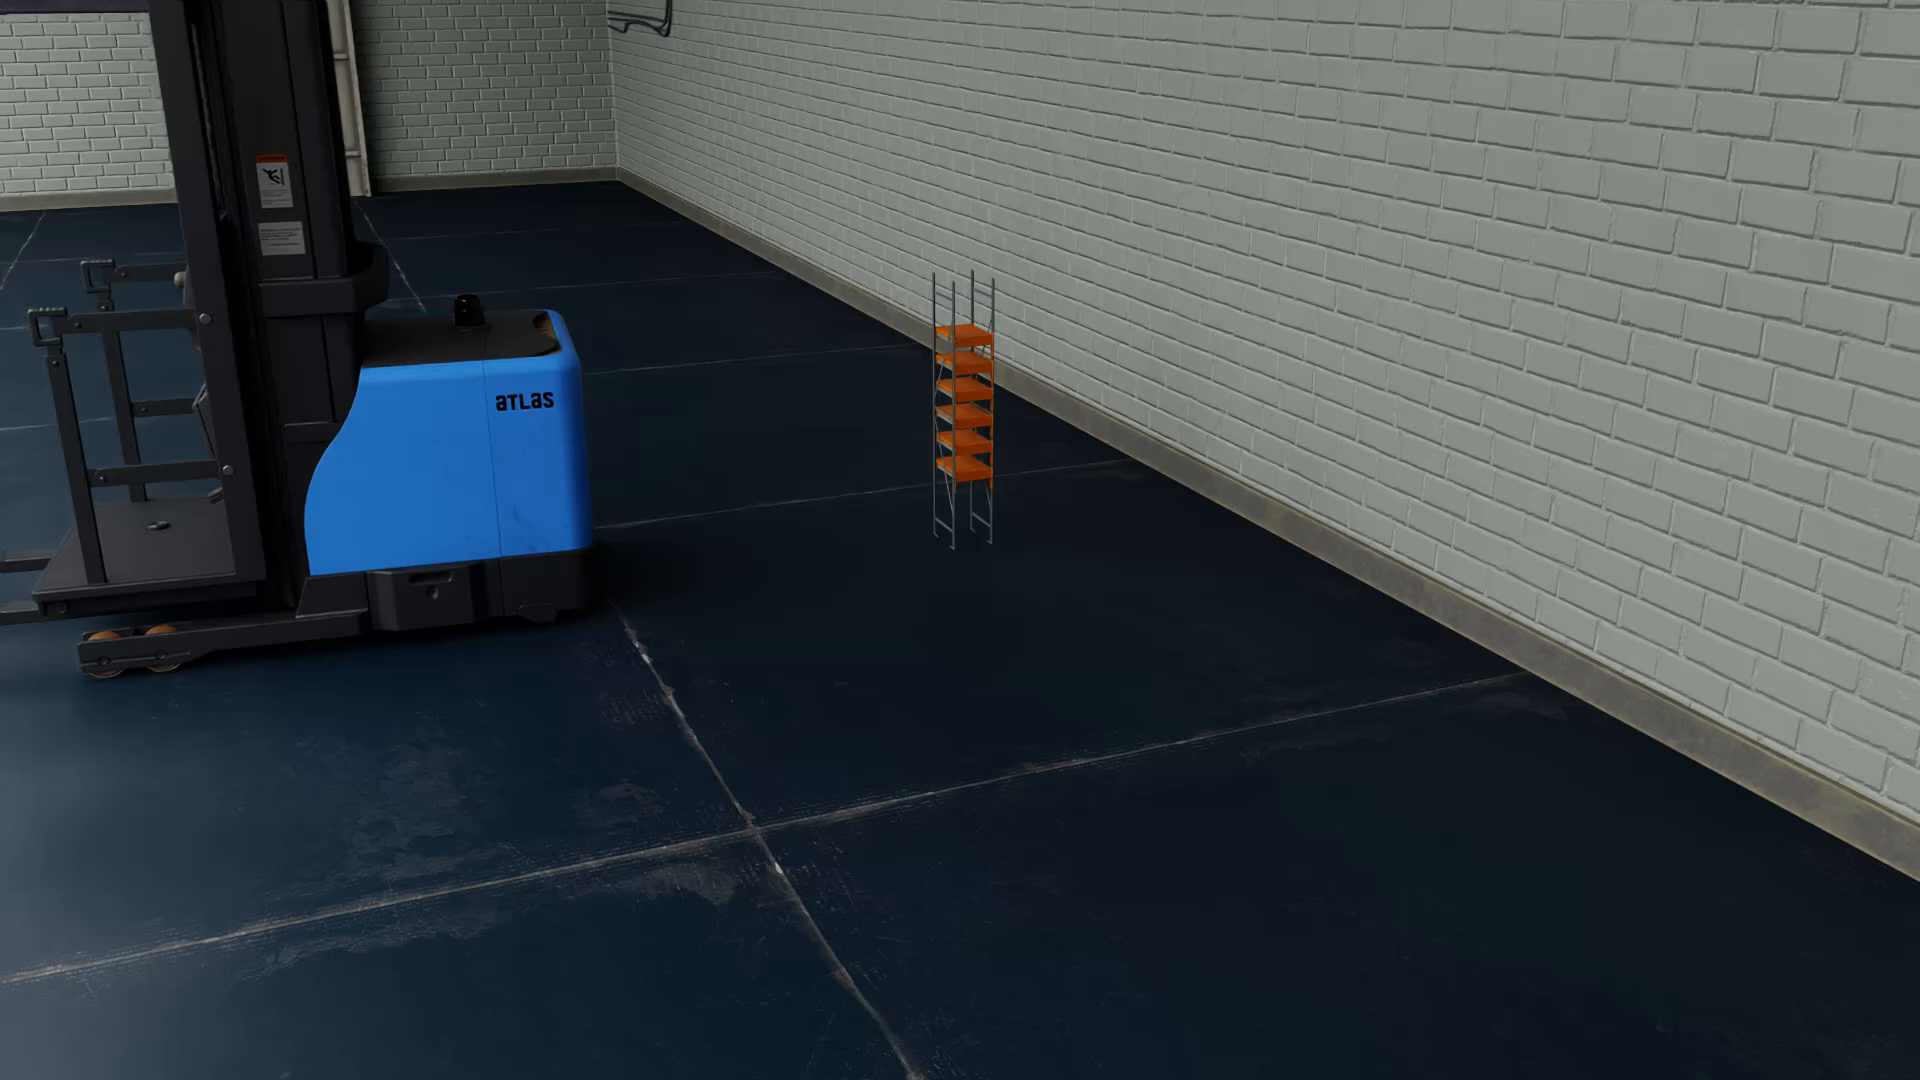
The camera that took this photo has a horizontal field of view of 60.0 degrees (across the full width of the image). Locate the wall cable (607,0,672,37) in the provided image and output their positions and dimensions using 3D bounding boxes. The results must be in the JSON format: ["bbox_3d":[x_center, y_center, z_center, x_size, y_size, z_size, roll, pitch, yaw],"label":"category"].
[{"bbox_3d":[-3.464,-6.559,17.275,0.112,2.526,3.097,-8,21,-22],"label":"wall cable"}]

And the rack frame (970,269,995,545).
[{"bbox_3d":[0.097,-0.580,7.362,0.006,1.200,0.240,-8,21,-22],"label":"rack frame"}]

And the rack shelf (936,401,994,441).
[{"bbox_3d":[0.013,-0.526,7.343,0.180,0.103,0.258,-8,21,-22],"label":"rack shelf"}]

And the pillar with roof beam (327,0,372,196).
[{"bbox_3d":[-4.987,-6.726,13.075,0.400,9.000,9.100,-8,21,-22],"label":"pillar with roof beam"}]

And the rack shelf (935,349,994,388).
[{"bbox_3d":[0.013,-0.752,7.263,0.180,0.103,0.258,-8,21,-22],"label":"rack shelf"}]

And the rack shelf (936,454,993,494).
[{"bbox_3d":[0.013,-0.300,7.423,0.180,0.103,0.258,-8,21,-22],"label":"rack shelf"}]

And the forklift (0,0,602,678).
[{"bbox_3d":[-3.006,-1.073,6.156,3.031,2.935,1.130,-6,20,-16],"label":"forklift"}]

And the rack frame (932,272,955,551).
[{"bbox_3d":[-0.071,-0.556,7.294,0.006,1.200,0.240,-8,21,-22],"label":"rack frame"}]

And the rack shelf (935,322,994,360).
[{"bbox_3d":[0.013,-0.866,7.223,0.180,0.103,0.258,-8,21,-22],"label":"rack shelf"}]

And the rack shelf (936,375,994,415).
[{"bbox_3d":[0.013,-0.639,7.303,0.180,0.103,0.258,-8,21,-22],"label":"rack shelf"}]

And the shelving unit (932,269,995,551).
[{"bbox_3d":[0.013,-0.568,7.328,0.189,1.200,0.258,-8,21,-22],"label":"shelving unit"}]

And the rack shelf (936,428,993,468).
[{"bbox_3d":[0.013,-0.413,7.383,0.180,0.103,0.258,-8,21,-22],"label":"rack shelf"}]
